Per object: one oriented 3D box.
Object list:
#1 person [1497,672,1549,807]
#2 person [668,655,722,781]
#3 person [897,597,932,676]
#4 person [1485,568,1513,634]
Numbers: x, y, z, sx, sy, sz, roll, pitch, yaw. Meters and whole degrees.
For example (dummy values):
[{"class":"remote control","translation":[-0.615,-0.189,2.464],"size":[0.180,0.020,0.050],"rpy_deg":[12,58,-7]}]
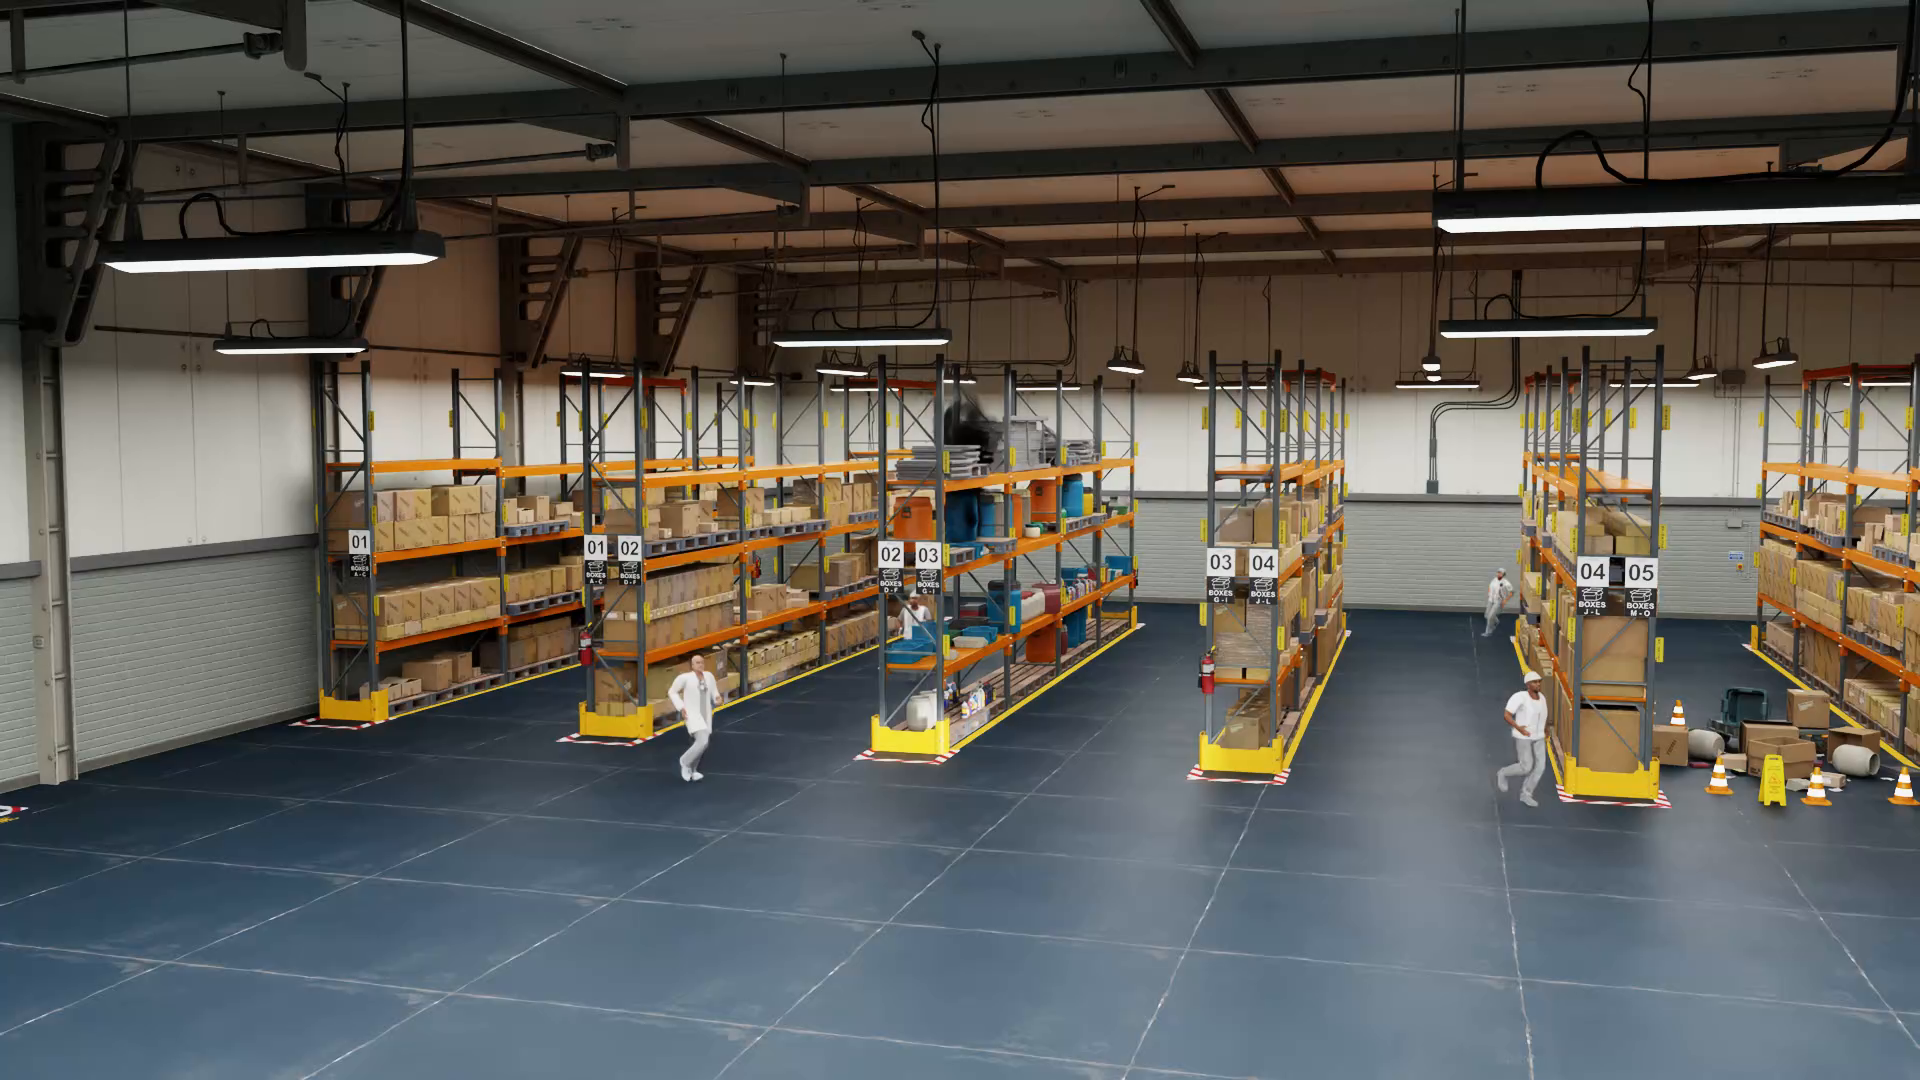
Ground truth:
[{"class":"person","translation":[7.462,2.586,21.897],"size":[0.722,1.732,0.667],"rpy_deg":[-2,4,-22]},{"class":"person","translation":[-3.609,2.472,23.112],"size":[0.689,1.753,0.683],"rpy_deg":[4,6,44]},{"class":"person","translation":[-0.884,1.836,31.833],"size":[0.685,1.616,0.791],"rpy_deg":[0,4,7]},{"class":"person","translation":[12.504,1.418,38.590],"size":[0.557,1.539,0.613],"rpy_deg":[-3,5,-38]}]
